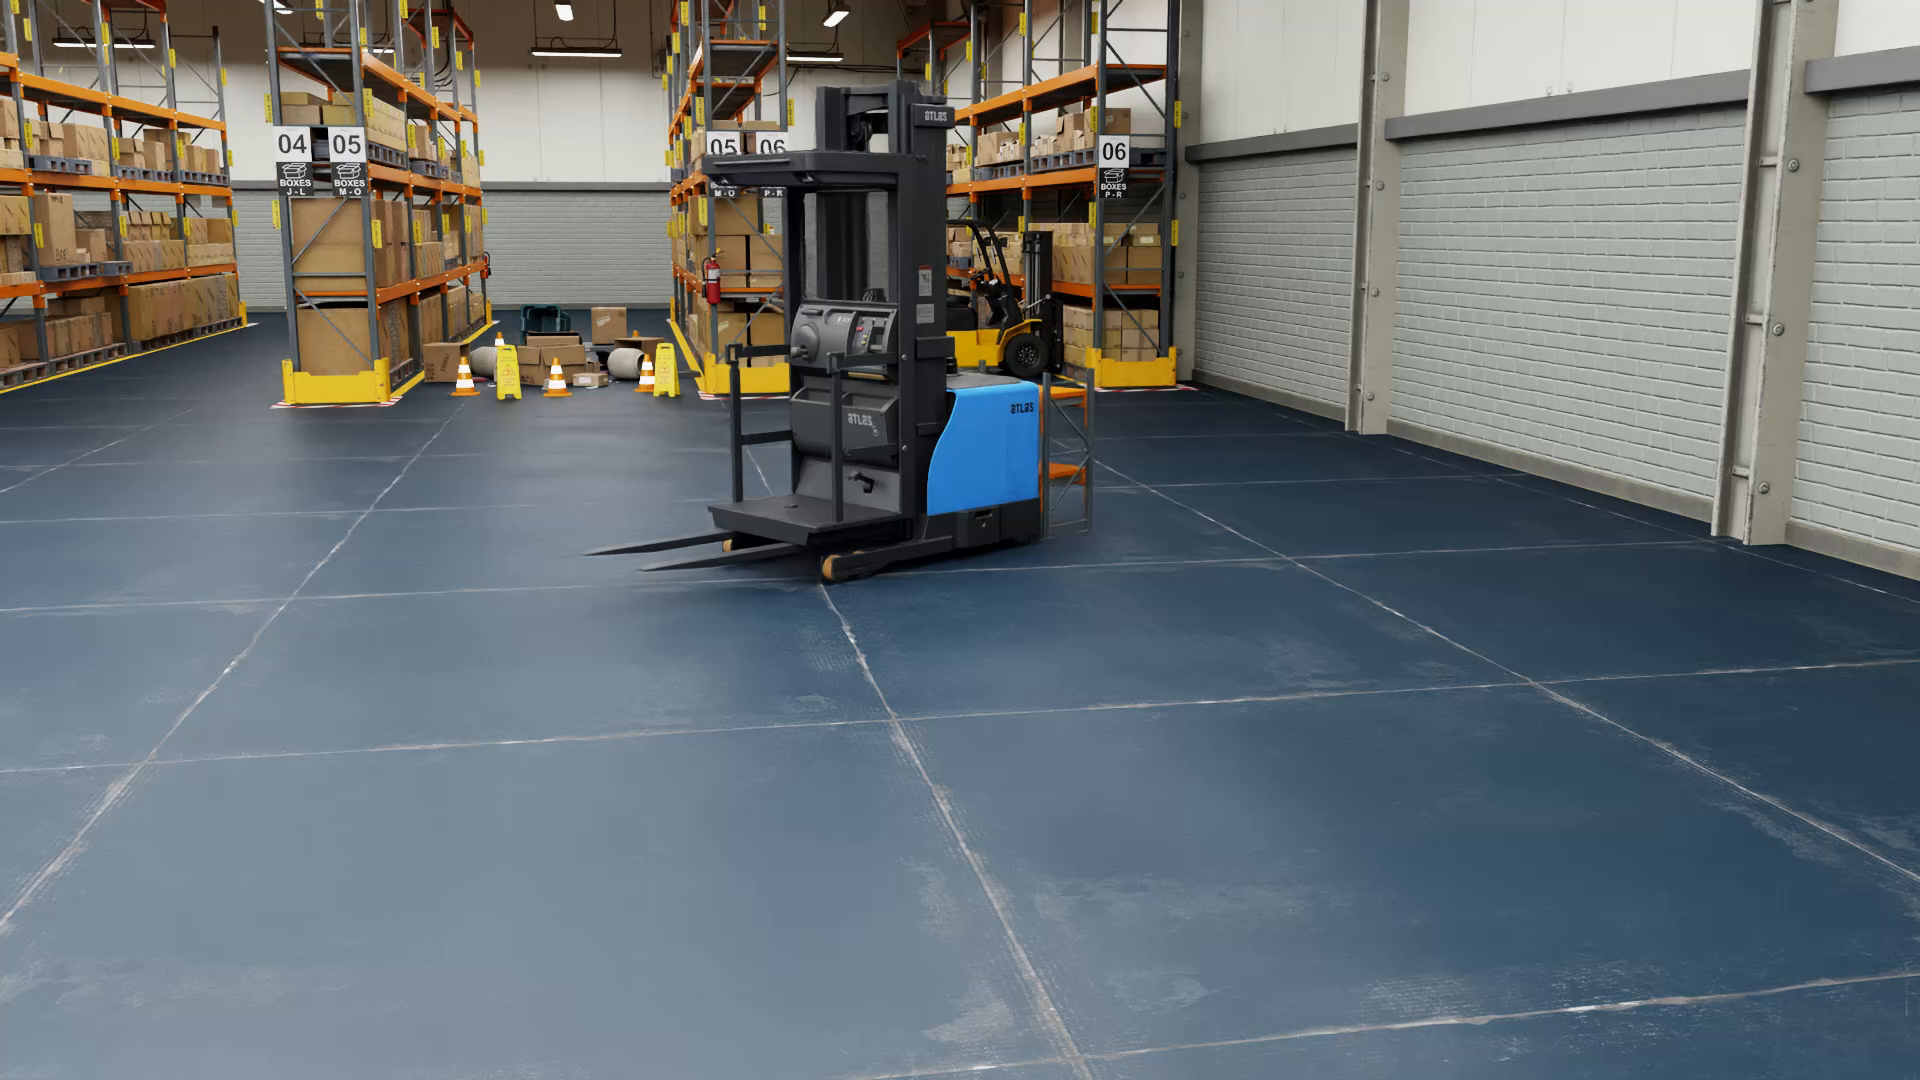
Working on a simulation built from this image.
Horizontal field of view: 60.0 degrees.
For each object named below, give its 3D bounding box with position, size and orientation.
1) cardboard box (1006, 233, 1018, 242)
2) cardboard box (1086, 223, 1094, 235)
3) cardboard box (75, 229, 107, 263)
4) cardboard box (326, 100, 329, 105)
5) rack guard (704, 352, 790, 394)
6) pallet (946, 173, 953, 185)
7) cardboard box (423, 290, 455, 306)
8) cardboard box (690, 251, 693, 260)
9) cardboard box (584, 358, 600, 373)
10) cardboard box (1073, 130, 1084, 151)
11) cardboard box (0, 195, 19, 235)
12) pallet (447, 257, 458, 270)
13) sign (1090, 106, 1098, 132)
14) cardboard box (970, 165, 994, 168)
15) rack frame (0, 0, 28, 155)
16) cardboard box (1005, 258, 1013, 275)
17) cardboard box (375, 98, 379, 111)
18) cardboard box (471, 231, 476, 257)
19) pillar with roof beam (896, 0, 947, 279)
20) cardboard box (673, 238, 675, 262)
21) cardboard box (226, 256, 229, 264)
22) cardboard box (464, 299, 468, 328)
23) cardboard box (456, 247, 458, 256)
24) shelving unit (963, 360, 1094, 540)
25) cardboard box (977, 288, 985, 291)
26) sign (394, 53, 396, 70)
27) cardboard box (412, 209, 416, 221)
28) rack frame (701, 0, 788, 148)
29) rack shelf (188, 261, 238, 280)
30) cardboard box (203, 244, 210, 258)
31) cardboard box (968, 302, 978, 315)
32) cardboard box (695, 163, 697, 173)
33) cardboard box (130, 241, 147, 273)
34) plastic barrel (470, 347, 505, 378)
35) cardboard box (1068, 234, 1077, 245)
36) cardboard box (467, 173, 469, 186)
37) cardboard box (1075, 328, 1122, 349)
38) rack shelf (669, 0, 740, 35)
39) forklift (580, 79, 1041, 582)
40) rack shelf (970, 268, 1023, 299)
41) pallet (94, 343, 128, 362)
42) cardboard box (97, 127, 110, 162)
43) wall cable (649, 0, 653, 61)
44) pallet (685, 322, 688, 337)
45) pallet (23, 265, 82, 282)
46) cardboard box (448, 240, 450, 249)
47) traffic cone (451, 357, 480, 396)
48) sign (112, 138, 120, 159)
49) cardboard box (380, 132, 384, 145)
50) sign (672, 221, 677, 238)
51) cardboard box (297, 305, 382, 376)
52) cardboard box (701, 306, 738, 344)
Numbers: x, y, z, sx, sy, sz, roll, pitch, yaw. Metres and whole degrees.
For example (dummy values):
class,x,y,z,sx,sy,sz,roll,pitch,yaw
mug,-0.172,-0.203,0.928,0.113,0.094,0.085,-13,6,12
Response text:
class,x,y,z,sx,sy,sz,roll,pitch,yaw
cardboard box,0.941,-4.814,26.465,0.380,0.149,0.250,-2,11,-13
cardboard box,1.894,-4.137,22.114,0.380,0.149,0.250,-2,11,-11
cardboard box,-13.545,-4.506,25.458,0.700,0.500,0.500,0,11,-3
cardboard box,-8.101,-5.422,20.785,0.380,0.149,0.250,-2,11,-12
rack guard,-2.634,-2.126,21.030,1.175,0.500,0.348,-2,11,-11
pallet,0.177,-6.791,31.335,1.213,0.211,1.003,-2,11,-11
cardboard box,-9.007,-4.184,28.712,0.500,0.250,0.500,-2,11,-12
cardboard box,-4.232,-4.668,27.247,0.380,0.149,0.250,-2,11,-11
cardboard box,-5.345,-2.503,23.638,0.396,0.266,0.258,9,14,38
cardboard box,1.740,-5.372,22.343,0.396,0.266,0.258,-2,11,-11
cardboard box,-12.662,-4.236,21.691,0.500,0.500,0.500,-2,11,-11
pallet,-9.437,-4.876,29.306,1.003,0.211,1.213,-2,11,-11
sign,1.714,-5.374,21.229,0.100,0.325,0.005,-2,11,-11
cardboard box,0.387,-6.641,29.376,0.380,0.149,0.250,-2,11,-10
rack frame,-13.118,-6.660,22.123,1.000,3.000,0.127,-2,11,-11
cardboard box,1.013,-4.356,26.462,0.500,0.250,0.500,-2,11,-11
cardboard box,-7.355,-5.351,20.414,0.380,0.149,0.250,-2,11,-10
cardboard box,-9.805,-5.822,32.699,0.500,0.500,0.500,-2,11,-12
pillar with roof beam,-4.727,-9.774,38.479,9.100,9.000,0.548,-2,11,-11
cardboard box,-5.713,-6.040,34.638,0.500,0.500,0.500,-2,11,-11
cardboard box,-14.960,-5.644,33.497,0.380,0.149,0.250,-2,11,-11
cardboard box,-9.398,-4.194,30.772,0.500,0.500,0.500,-2,11,-12
cardboard box,-9.467,-5.312,30.632,0.380,0.149,0.250,-2,11,-11
shelving unit,0.367,-0.653,11.621,1.048,1.125,0.538,10,15,43
cardboard box,0.458,-4.771,32.070,0.380,0.149,0.250,-2,11,-9
sign,-10.325,-8.771,30.501,0.100,0.325,0.005,-2,11,-11
cardboard box,-8.536,-4.693,24.891,0.700,0.500,0.500,-2,11,-11
rack frame,-2.620,-6.287,20.162,1.000,3.000,0.127,-2,11,-11
rack shelf,-15.063,-5.194,32.387,1.077,0.370,4.000,-2,11,-11
cardboard box,-14.707,-5.535,31.860,0.500,0.250,0.500,-2,11,-10
cardboard box,0.399,-4.037,29.945,0.500,0.500,0.500,-2,11,-9
cardboard box,-3.584,-5.308,23.710,0.380,0.149,0.250,-2,11,-11
cardboard box,-13.827,-4.690,27.546,0.500,0.500,0.500,-2,11,-13
plastic barrel,-6.508,-2.457,22.975,0.512,0.421,0.421,6,12,28
cardboard box,1.702,-4.131,22.877,0.380,0.149,0.250,-2,11,-13
cardboard box,-9.727,-6.928,31.954,0.500,0.250,0.500,-2,11,-12
cardboard box,1.847,-2.700,22.255,0.500,0.250,0.500,-2,11,-12
rack shelf,-4.565,-9.401,29.555,1.077,0.370,4.000,-2,11,-11
forklift,-0.875,-1.296,10.168,3.031,2.935,1.130,-10,15,-43
rack shelf,1.082,-4.268,27.524,1.077,0.370,4.000,-2,11,-11
pallet,-13.746,-2.934,26.046,1.003,0.211,1.213,-2,11,-11
cardboard box,-13.558,-6.137,25.790,0.500,0.500,0.500,-2,11,-10
wall cable,-8.632,-13.145,40.148,2.355,3.000,0.029,-2,11,-11
pallet,-4.730,-4.032,31.818,1.003,0.211,1.213,-2,11,-11
pallet,-13.124,-3.765,23.466,1.003,0.211,1.213,-2,11,-11
cardboard box,-9.217,-5.219,29.349,0.380,0.149,0.250,-2,11,-9
traffic cone,-6.166,-2.044,20.700,0.336,0.463,0.334,-2,11,-11
sign,-13.364,-6.194,26.311,0.100,0.325,0.005,-2,11,-11
cardboard box,-7.404,-5.007,20.739,0.380,0.149,0.250,-2,11,-11
sign,-5.498,-5.985,32.090,0.100,0.325,0.005,-2,11,-11
cardboard box,-7.652,-2.426,20.480,0.875,0.875,0.875,-2,11,-11
cardboard box,-3.333,-2.987,23.091,0.500,0.500,0.500,-2,11,-8
